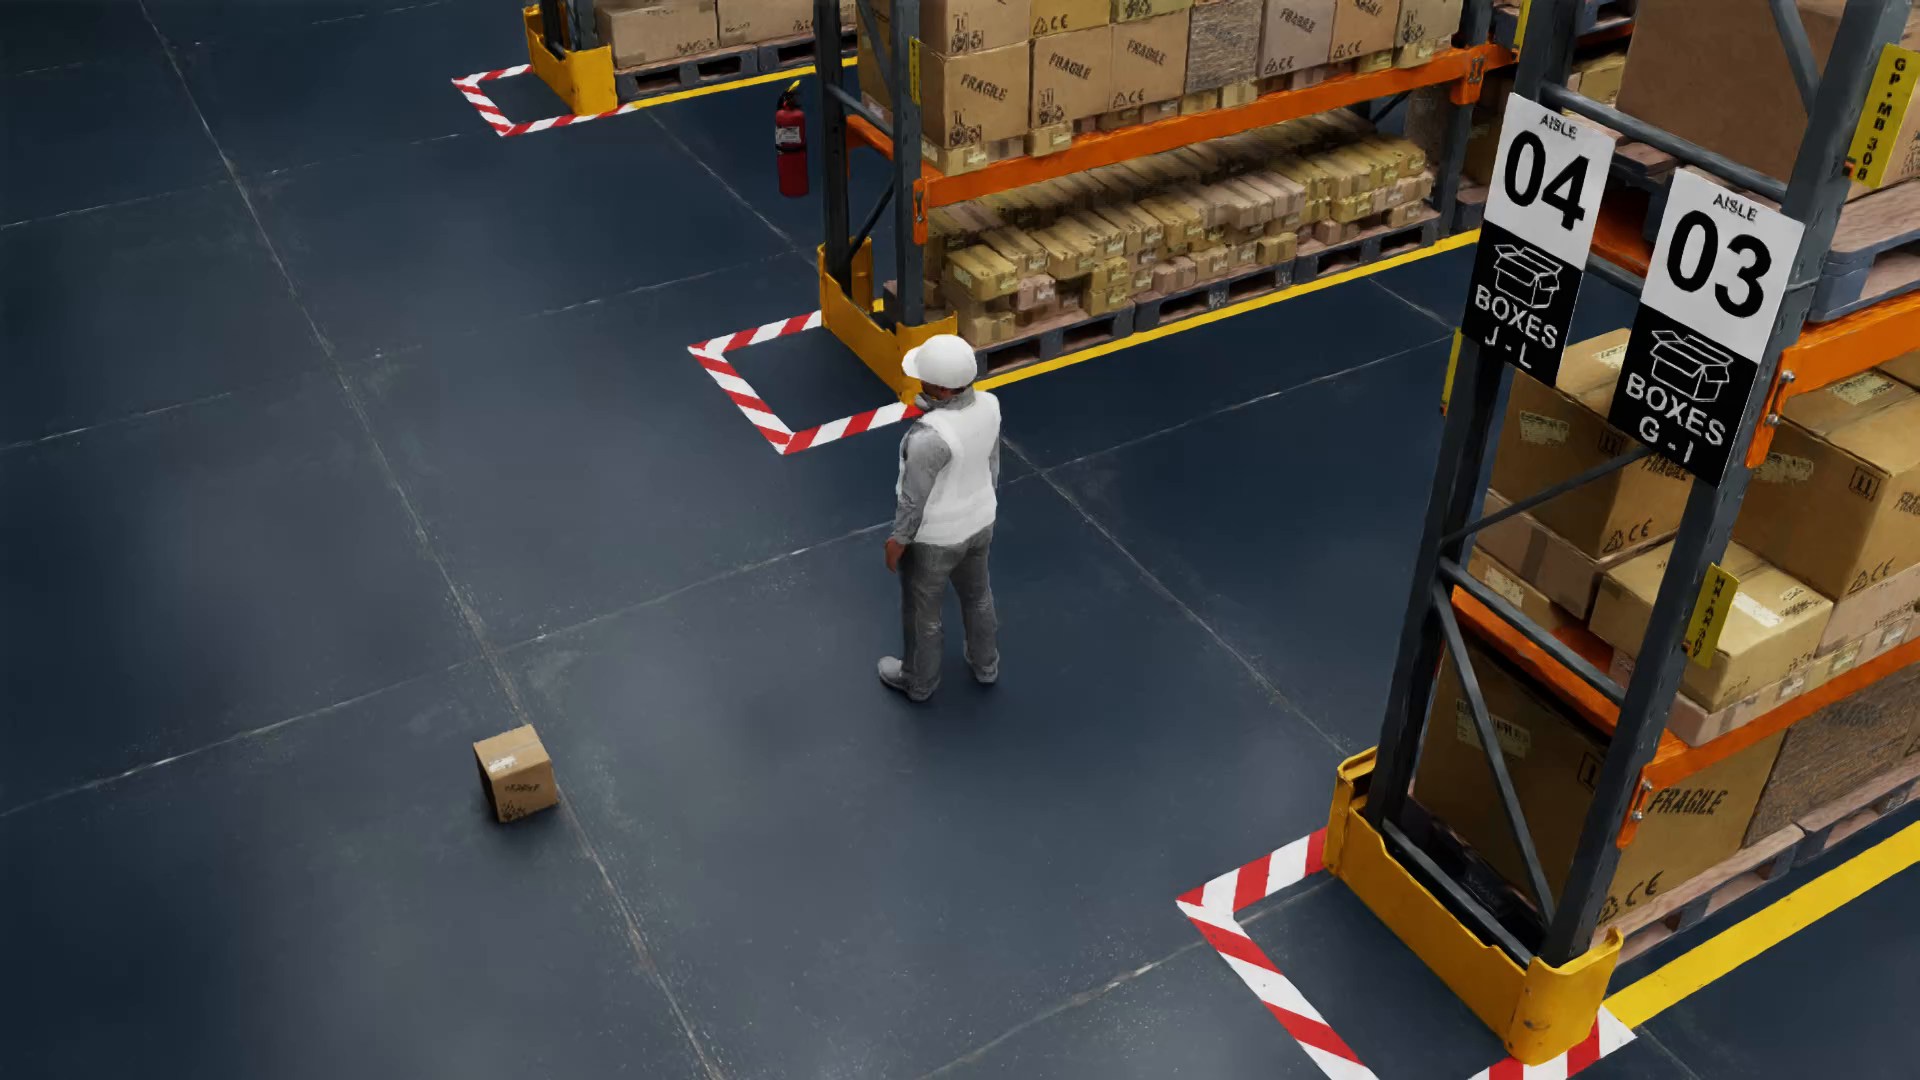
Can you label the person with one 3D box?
[{"bbox_3d":[-0.088,-0.095,6.988,0.470,1.781,0.588,26,44,31],"label":"person"}]
